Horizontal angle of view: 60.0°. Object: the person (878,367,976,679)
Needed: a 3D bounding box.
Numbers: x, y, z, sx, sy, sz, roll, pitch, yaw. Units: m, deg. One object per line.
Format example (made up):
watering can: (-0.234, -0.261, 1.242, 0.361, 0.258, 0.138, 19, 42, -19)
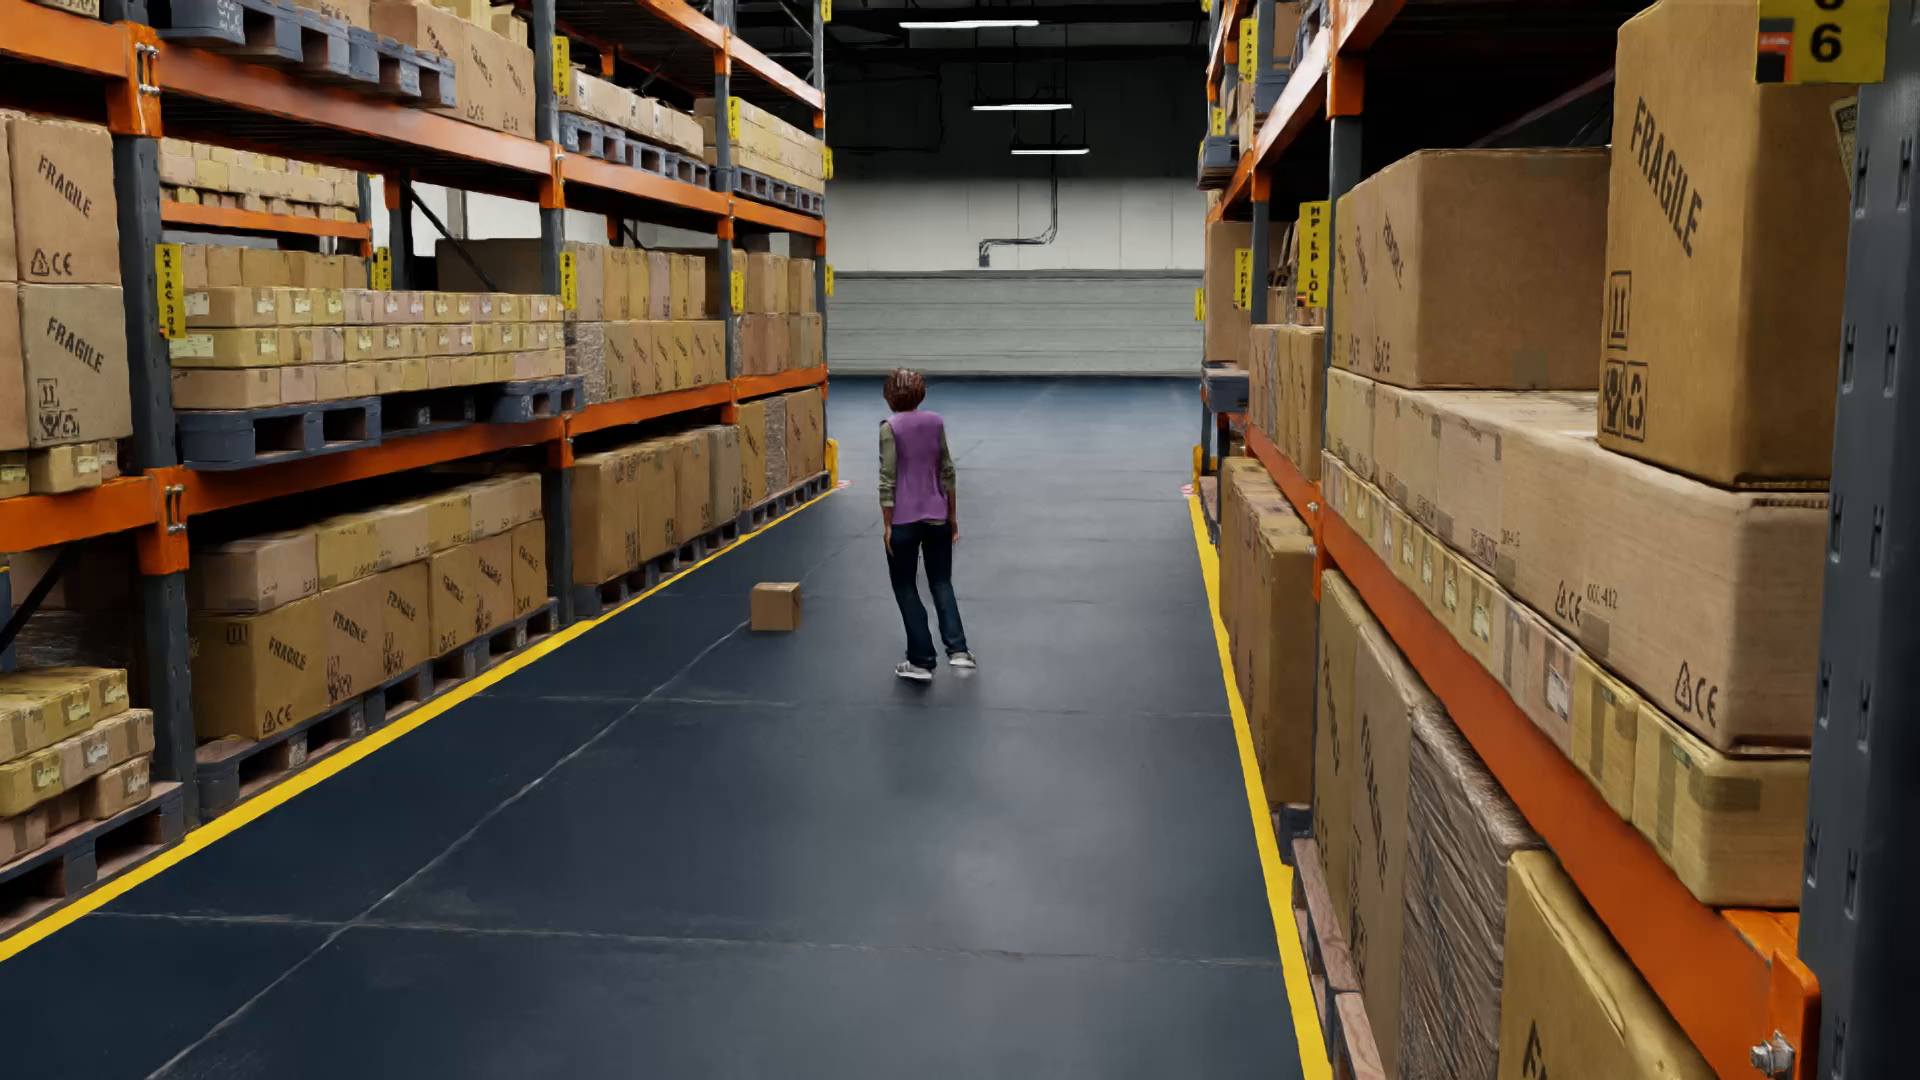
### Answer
person: (-0.173, -0.071, 8.359, 0.471, 1.587, 0.499, -4, 9, -29)
